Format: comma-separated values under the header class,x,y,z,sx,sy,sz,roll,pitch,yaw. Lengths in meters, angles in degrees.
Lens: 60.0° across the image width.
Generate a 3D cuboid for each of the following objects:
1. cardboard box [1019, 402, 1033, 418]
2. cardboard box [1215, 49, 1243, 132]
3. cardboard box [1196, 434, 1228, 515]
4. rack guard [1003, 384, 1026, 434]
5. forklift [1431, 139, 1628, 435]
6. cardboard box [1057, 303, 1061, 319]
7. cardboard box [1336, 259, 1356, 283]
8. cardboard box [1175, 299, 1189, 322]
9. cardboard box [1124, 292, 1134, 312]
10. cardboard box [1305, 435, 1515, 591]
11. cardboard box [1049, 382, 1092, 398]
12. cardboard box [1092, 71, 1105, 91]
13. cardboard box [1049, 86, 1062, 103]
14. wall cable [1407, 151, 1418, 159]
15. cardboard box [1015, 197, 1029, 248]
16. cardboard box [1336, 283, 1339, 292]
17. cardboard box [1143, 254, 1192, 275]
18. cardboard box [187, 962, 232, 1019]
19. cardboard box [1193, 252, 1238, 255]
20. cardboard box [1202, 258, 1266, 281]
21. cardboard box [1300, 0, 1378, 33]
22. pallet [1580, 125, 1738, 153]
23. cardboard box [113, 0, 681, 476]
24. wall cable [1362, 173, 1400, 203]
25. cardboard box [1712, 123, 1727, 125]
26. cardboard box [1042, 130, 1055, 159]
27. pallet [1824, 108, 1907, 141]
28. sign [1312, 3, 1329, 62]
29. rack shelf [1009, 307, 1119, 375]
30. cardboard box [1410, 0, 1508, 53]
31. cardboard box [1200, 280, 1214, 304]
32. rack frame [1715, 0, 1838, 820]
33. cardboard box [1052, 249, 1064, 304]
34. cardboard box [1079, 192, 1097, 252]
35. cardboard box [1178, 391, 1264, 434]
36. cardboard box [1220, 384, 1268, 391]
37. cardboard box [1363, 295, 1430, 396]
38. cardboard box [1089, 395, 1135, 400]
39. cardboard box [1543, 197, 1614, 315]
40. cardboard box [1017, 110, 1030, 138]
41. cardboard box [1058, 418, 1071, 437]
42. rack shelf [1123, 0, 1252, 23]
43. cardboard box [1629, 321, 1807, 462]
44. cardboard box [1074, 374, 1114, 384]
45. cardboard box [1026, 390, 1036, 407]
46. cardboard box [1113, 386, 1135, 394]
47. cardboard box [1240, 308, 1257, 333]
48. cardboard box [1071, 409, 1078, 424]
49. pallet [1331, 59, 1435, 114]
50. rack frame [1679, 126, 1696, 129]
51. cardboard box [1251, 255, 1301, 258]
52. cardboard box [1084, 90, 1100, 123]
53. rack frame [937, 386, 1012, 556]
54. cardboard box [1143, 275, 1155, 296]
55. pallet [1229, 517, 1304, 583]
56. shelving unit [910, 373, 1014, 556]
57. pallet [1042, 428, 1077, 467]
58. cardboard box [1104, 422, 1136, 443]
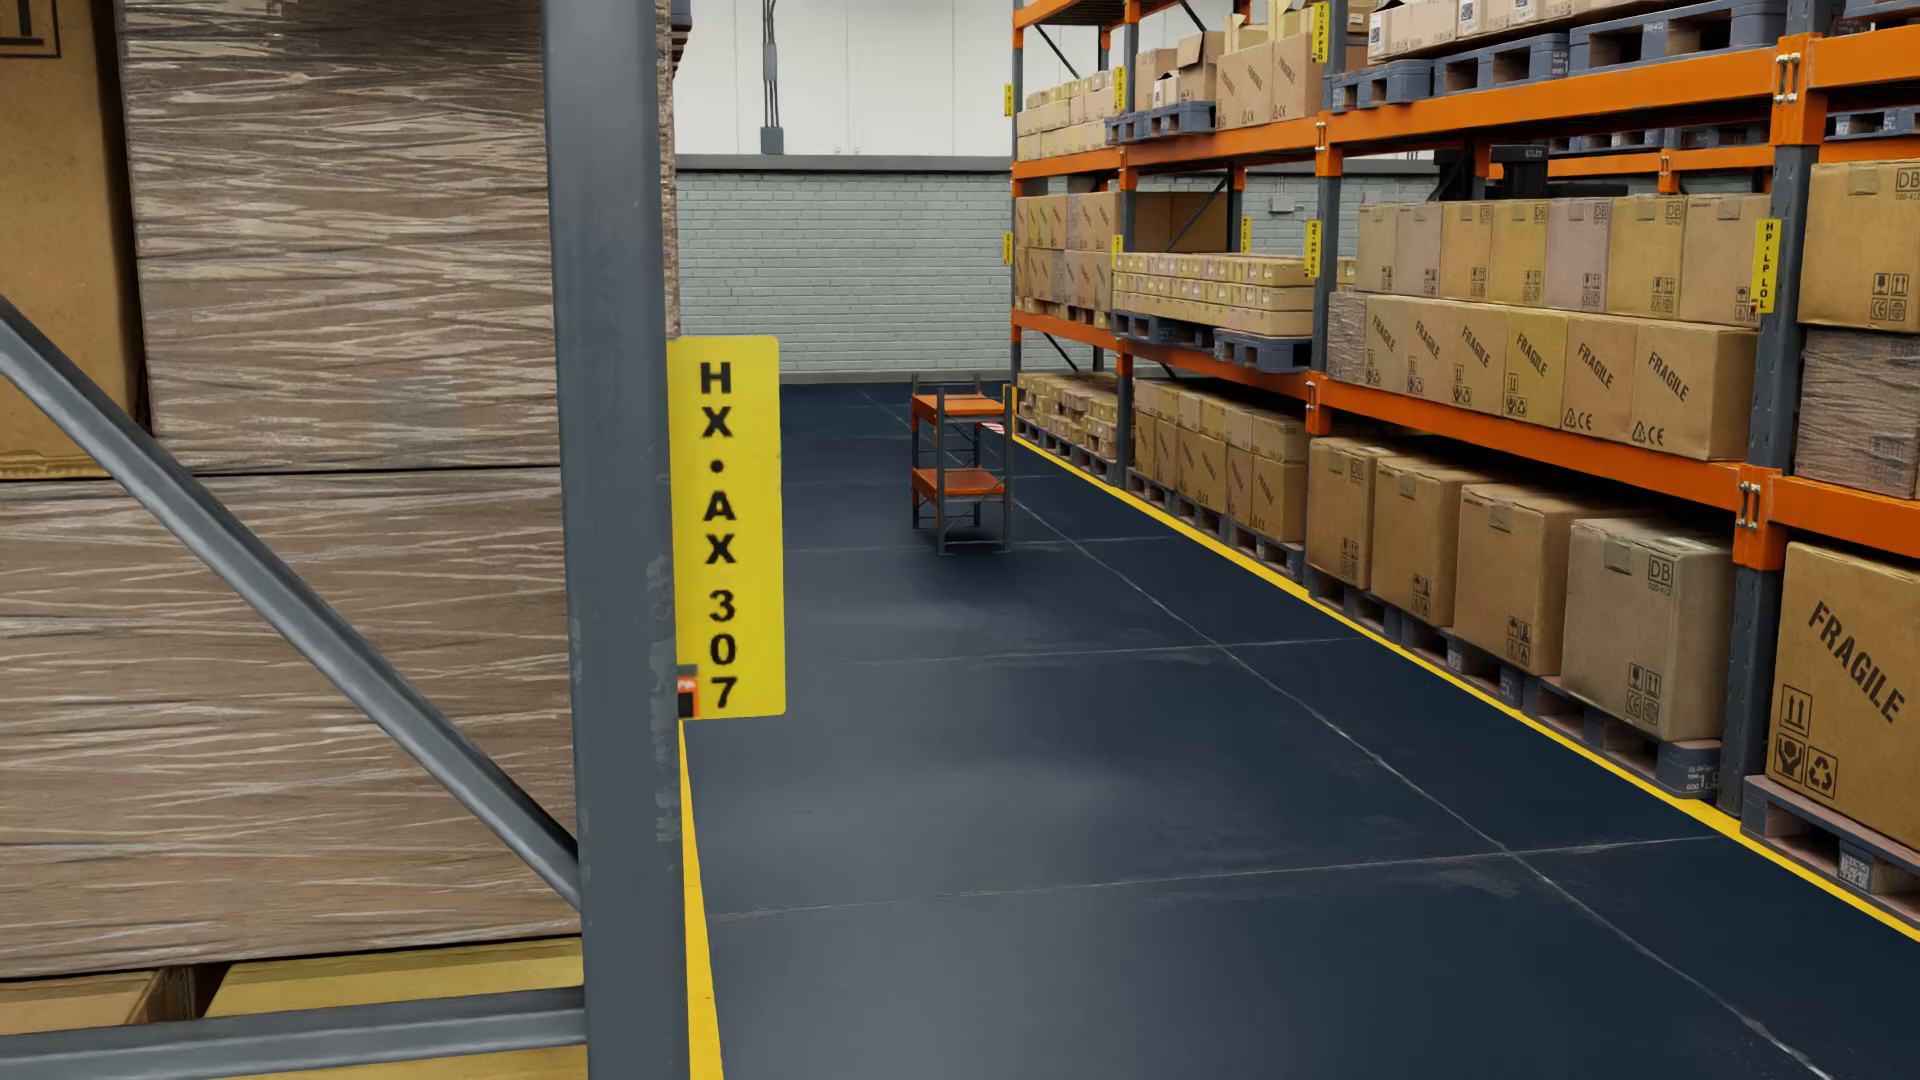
class,x,y,z,sx,sy,sz,roll,pitch,yaw
cardboard box,0.829,-1.357,17.305,0.380,0.149,0.250,-2,11,-10
cardboard box,2.033,-2.993,11.109,0.500,0.500,0.500,-2,11,-11
cardboard box,1.996,-0.473,11.721,0.500,0.500,0.500,-3,11,-14
rack guard,1.056,-1.417,17.805,1.175,0.500,0.348,-2,11,-11
forklift,4.777,-1.916,13.923,3.031,2.935,1.130,-6,12,-28
cardboard box,1.136,-2.180,15.799,0.380,0.149,0.250,-2,11,-9
cardboard box,2.599,-1.753,10.842,0.380,0.149,0.250,-2,11,-11
cardboard box,1.749,-1.634,11.806,0.380,0.149,0.250,-3,11,-14
cardboard box,1.504,-1.869,13.040,0.380,0.149,0.250,-2,11,-10
cardboard box,2.627,-0.178,9.502,1.050,0.750,0.750,-2,11,-12
cardboard box,1.079,-1.458,16.244,0.380,0.149,0.250,-2,11,-9
cardboard box,1.340,-3.905,14.168,0.380,0.149,0.250,-2,11,-11
cardboard box,1.052,-4.193,15.679,0.380,0.149,0.250,-2,11,-9
wall cable,7.972,-6.977,24.187,2.988,3.039,0.133,-2,11,-11
cardboard box,0.868,-3.253,17.030,0.500,0.500,0.500,-2,11,-11
cardboard box,2.590,-1.615,10.913,0.380,0.149,0.250,-2,11,-13
cardboard box,1.598,-2.068,12.495,0.380,0.149,0.250,-2,11,-12
cardboard box,-1.038,0.470,1.876,0.380,0.149,0.250,-2,11,-11
cardboard box,2.088,-2.234,13.369,0.380,0.149,0.250,-2,11,-8
cardboard box,1.858,-1.828,11.233,0.380,0.149,0.250,-2,11,-11
cardboard box,2.263,-3.155,9.914,0.396,0.266,0.258,-2,11,-11
pallet,6.506,-3.704,15.351,1.003,0.211,1.213,-2,11,-11
cardboard box,-0.572,-0.360,1.827,0.500,0.500,0.500,-2,11,-11
wall cable,6.146,-4.444,24.303,0.588,1.984,0.122,-2,11,-11
cardboard box,6.409,-3.633,13.977,0.396,0.266,0.258,-2,11,-12
cardboard box,1.088,-3.776,15.894,0.500,0.250,0.500,-2,11,-13
pallet,7.035,-3.092,12.403,1.003,0.211,1.213,-2,11,-8
sign,2.064,-2.900,9.505,0.100,0.325,0.005,-2,11,-11
rack shelf,1.430,-1.939,15.784,1.077,0.370,4.000,-2,11,-11
cardboard box,2.619,-2.614,8.398,0.500,0.250,0.500,-2,11,-9
cardboard box,1.853,-1.683,11.272,0.380,0.149,0.250,-2,11,-11
rack frame,3.375,-0.458,6.081,1.000,3.000,0.127,-2,11,-11
cardboard box,1.174,-2.481,15.646,0.500,0.500,0.500,-2,11,-12
cardboard box,1.356,-2.783,14.557,0.500,0.500,0.500,-2,11,-13
cardboard box,1.904,-0.936,12.146,0.500,0.250,0.500,-2,11,-9
cardboard box,2.299,-1.050,12.747,0.500,0.250,0.500,-2,11,-8
cardboard box,2.521,-1.056,8.952,0.500,0.500,0.500,-2,11,-12
cardboard box,1.376,-1.220,14.996,0.380,0.149,0.250,-2,11,-9
cardboard box,3.073,-1.276,7.438,0.700,0.500,0.500,-2,11,-11
cardboard box,0.873,-4.213,16.849,0.500,0.250,0.500,-2,11,-10
cardboard box,1.143,-1.074,15.817,0.380,0.149,0.250,-2,11,-11
rack shelf,2.208,-3.956,11.406,1.077,0.370,4.000,-2,11,-11
cardboard box,3.011,-0.593,6.523,0.500,0.500,0.500,-2,11,-11
cardboard box,1.385,-1.621,17.101,0.380,0.149,0.250,-2,11,-10
cardboard box,0.889,-1.453,17.015,0.380,0.149,0.250,-2,11,-11
cardboard box,1.676,-1.382,15.844,0.380,0.149,0.250,-2,11,-11
cardboard box,2.004,-1.394,10.547,0.380,0.149,0.250,-2,11,-11
cardboard box,1.258,-1.167,15.509,0.380,0.149,0.250,-3,11,-14
pallet,2.774,-2.456,9.062,1.213,0.211,1.003,-2,11,-8
rack frame,6.655,-5.071,14.272,1.000,3.000,0.127,-2,11,-11
cardboard box,2.341,-1.995,12.113,0.380,0.149,0.250,-3,11,-14
cardboard box,1.390,-3.742,14.376,0.500,0.250,0.500,-3,11,-13
rack frame,0.098,-0.461,11.108,0.500,1.125,0.032,-2,11,-11
cardboard box,1.598,-1.923,12.530,0.380,0.149,0.250,-3,11,-13
pallet,2.446,0.035,10.949,1.003,0.211,1.213,-2,11,-11
shelving unit,-0.001,-0.554,11.598,0.538,1.125,1.048,-2,11,-11
pallet,1.413,-0.902,15.869,1.003,0.211,1.213,-2,11,-11
cardboard box,1.446,-0.923,14.232,0.380,0.149,0.250,-2,11,-10
